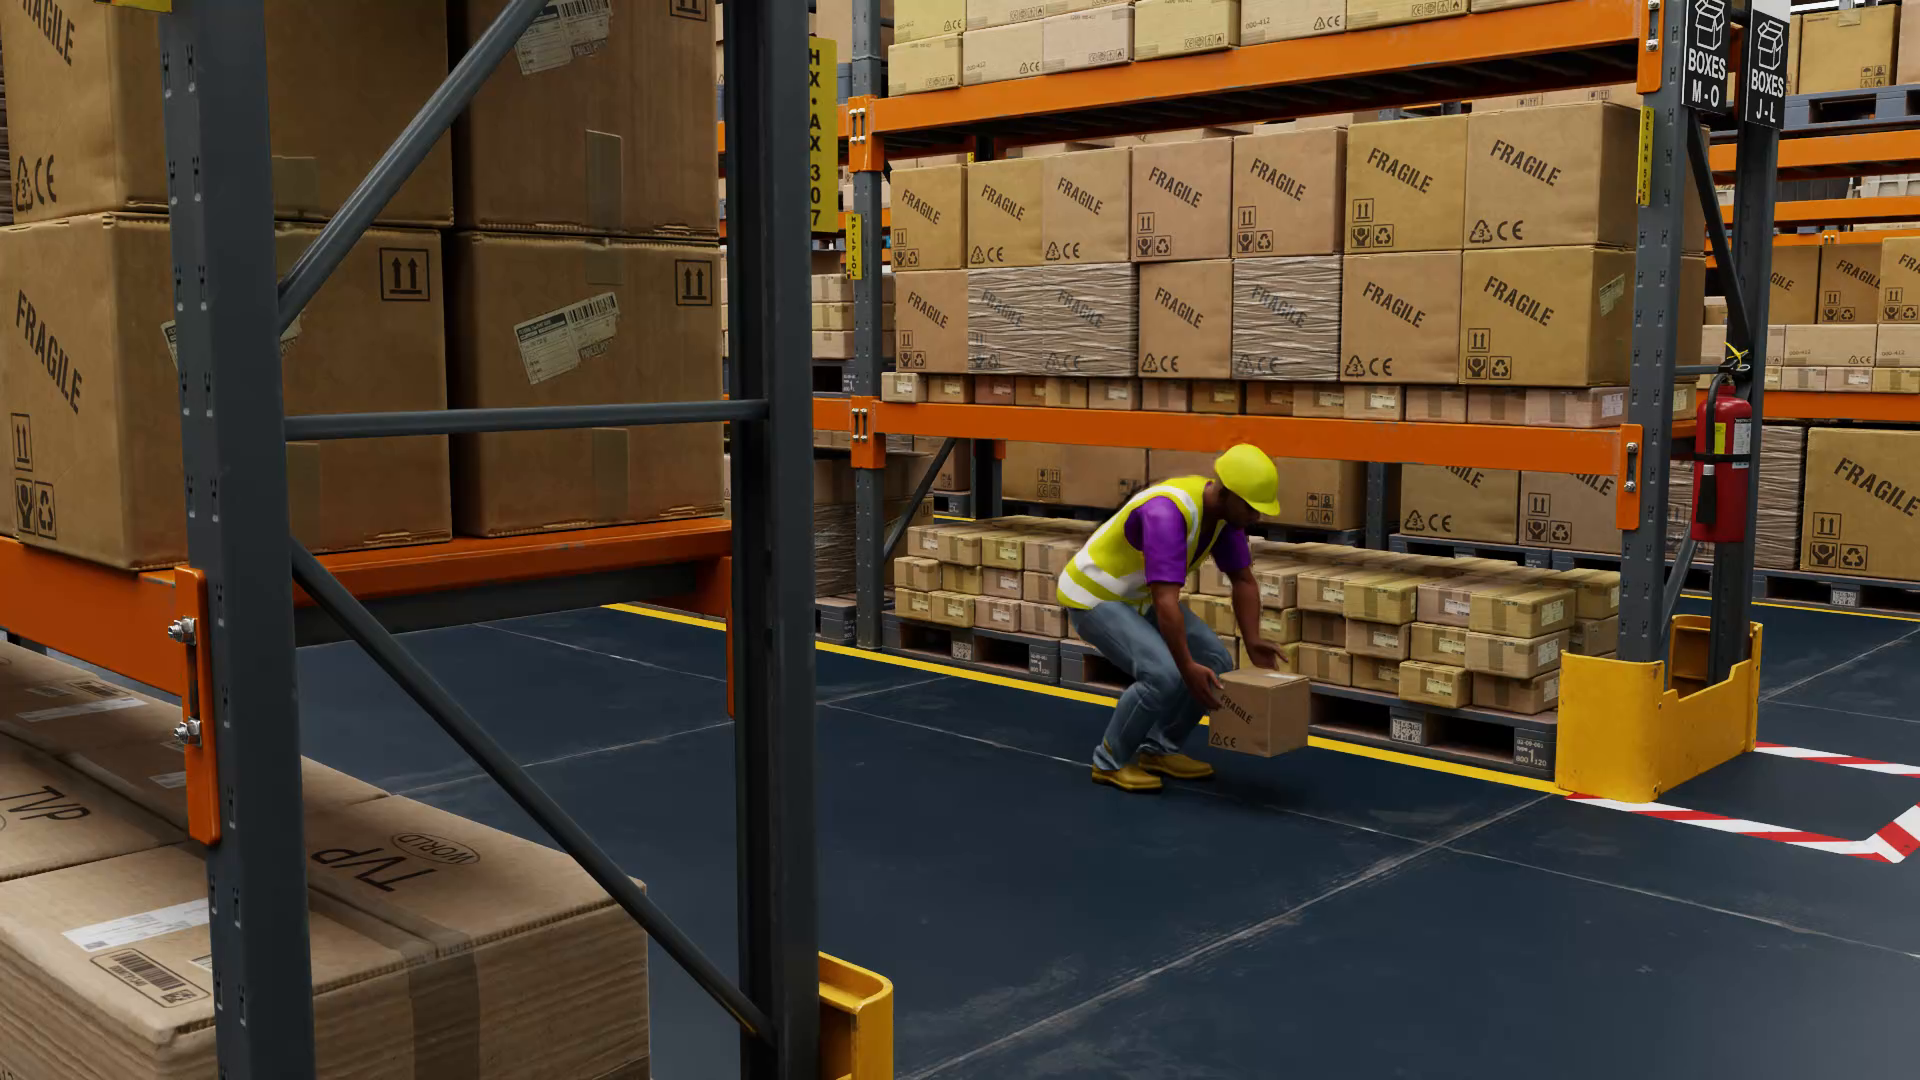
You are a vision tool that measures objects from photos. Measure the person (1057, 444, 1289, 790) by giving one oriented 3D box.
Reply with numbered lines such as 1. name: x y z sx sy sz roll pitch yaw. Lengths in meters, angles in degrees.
1. person: 0.780 0.266 6.080 0.823 1.260 0.626 6 9 42
